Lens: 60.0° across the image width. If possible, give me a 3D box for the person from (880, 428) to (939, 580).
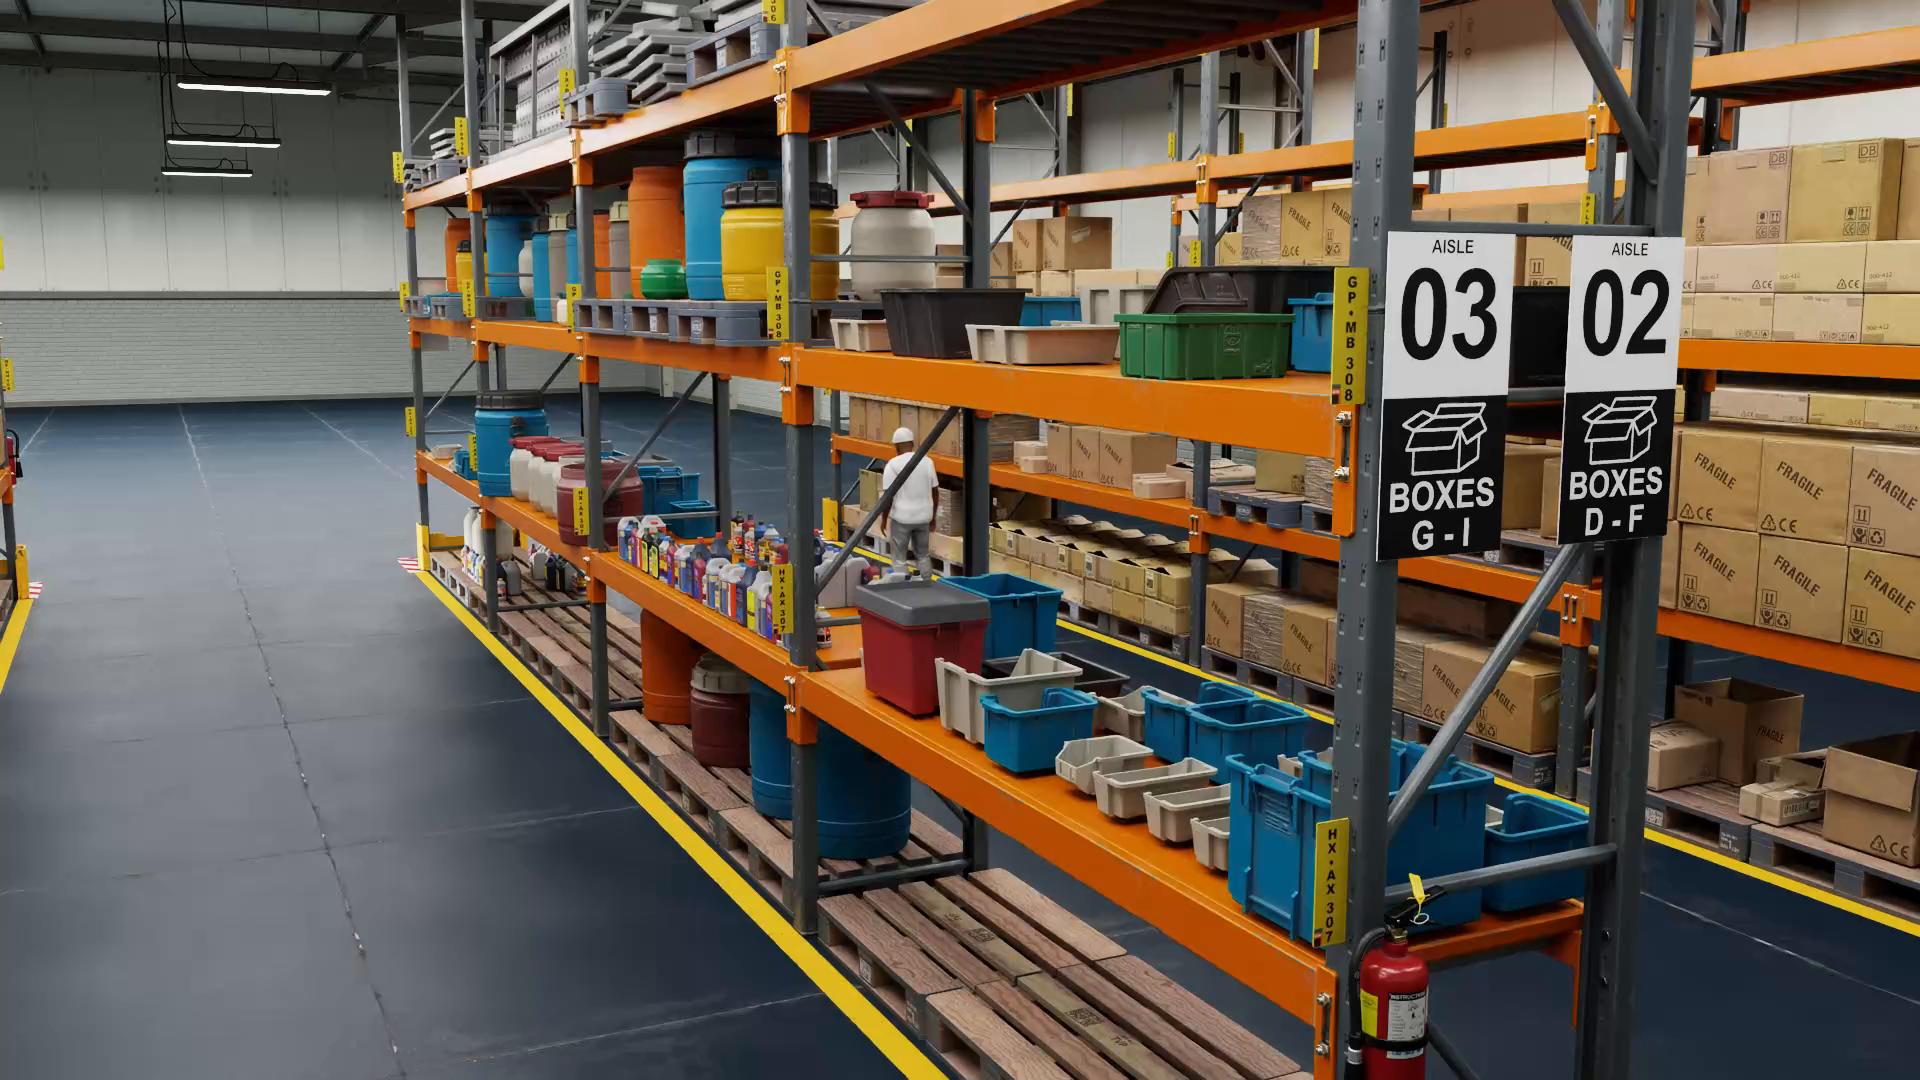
[{"bbox_3d":[-0.499,-0.213,16.218,0.622,1.759,0.462,-5,10,-28],"label":"person"}]
